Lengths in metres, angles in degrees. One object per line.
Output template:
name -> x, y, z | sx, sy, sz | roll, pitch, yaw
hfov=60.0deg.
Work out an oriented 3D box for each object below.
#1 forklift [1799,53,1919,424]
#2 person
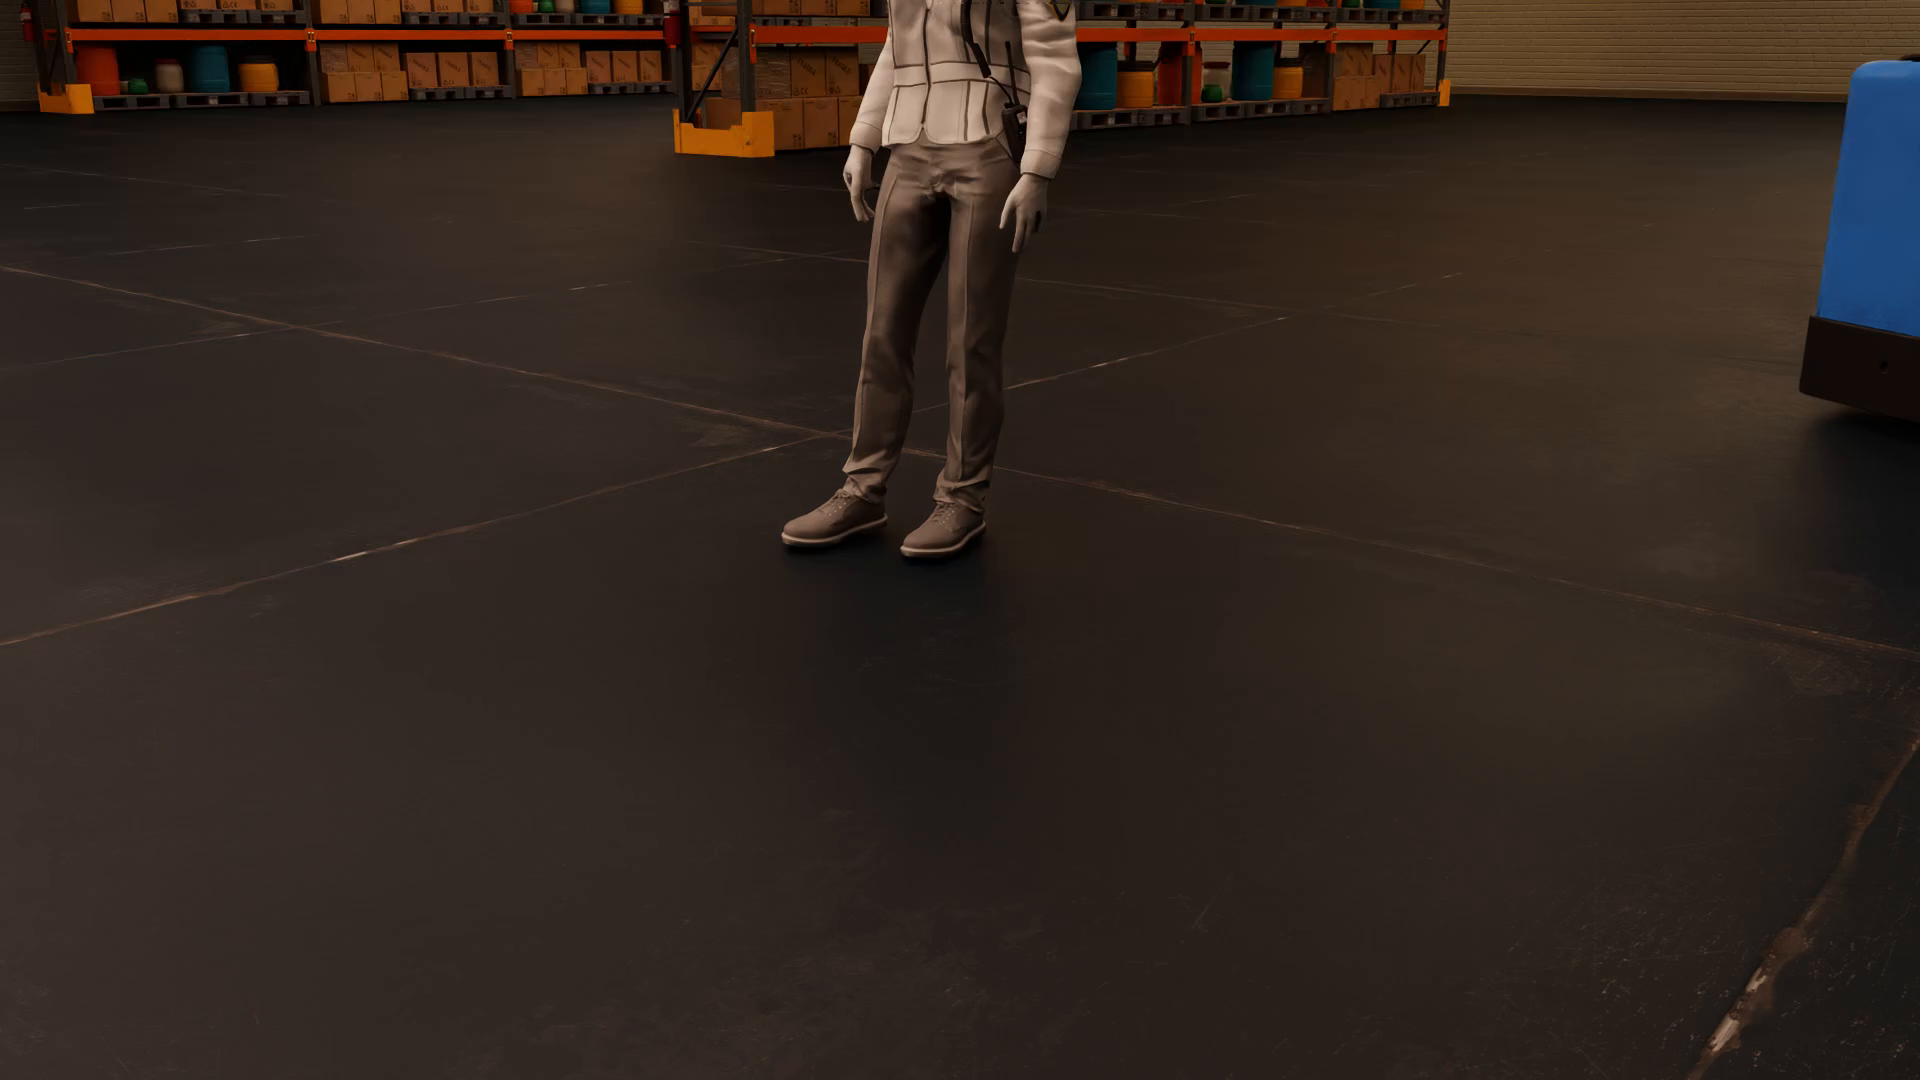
forklift -> 4.212, -1.799, 4.822 | 3.031, 2.935, 1.130 | -5, 18, -17
person -> -0.048, -0.804, 3.648 | 0.587, 1.696, 0.534 | 13, 21, 37
